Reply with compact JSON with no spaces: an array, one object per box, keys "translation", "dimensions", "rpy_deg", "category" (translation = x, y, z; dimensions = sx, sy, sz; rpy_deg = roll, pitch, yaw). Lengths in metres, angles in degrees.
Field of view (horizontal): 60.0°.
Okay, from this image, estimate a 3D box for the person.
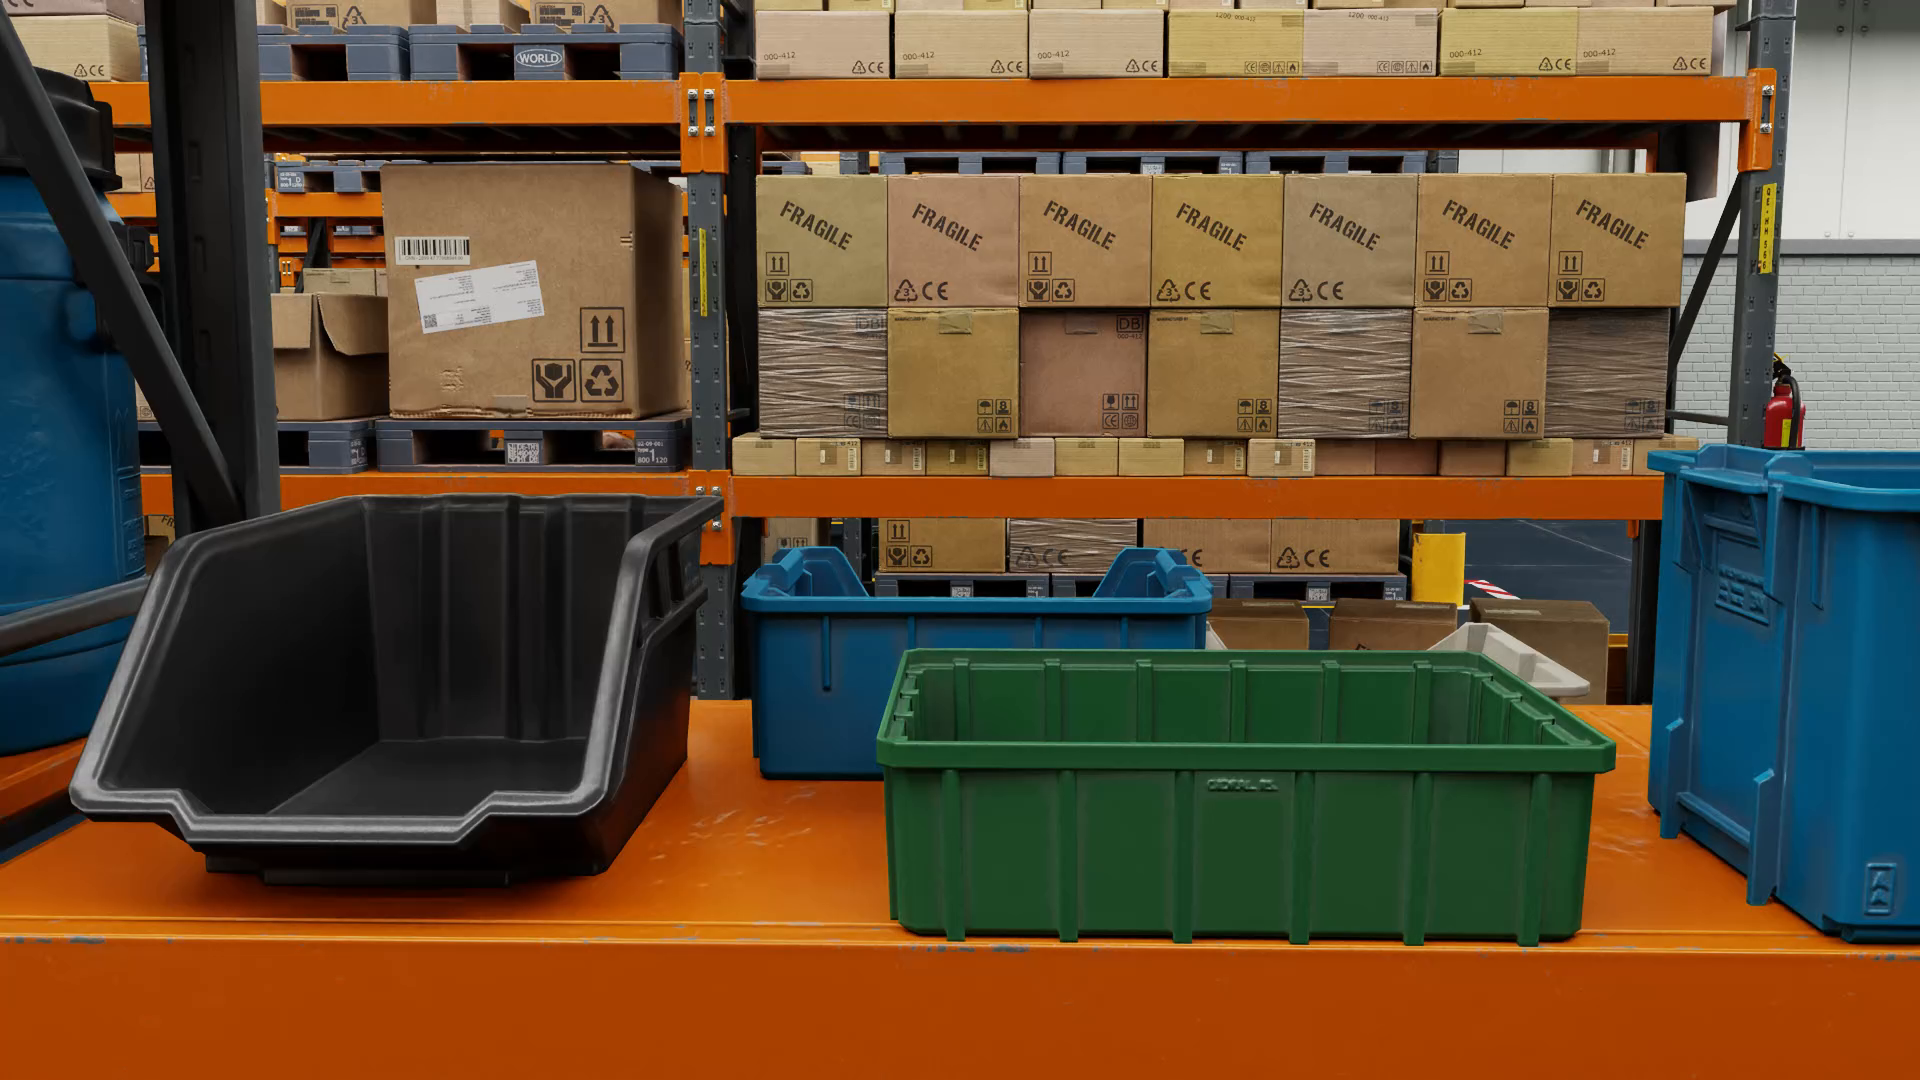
[{"translation":[-1.424,0.127,8.471],"dimensions":[0.891,1.370,0.547],"rpy_deg":[-1,7,-9],"category":"person"}]
